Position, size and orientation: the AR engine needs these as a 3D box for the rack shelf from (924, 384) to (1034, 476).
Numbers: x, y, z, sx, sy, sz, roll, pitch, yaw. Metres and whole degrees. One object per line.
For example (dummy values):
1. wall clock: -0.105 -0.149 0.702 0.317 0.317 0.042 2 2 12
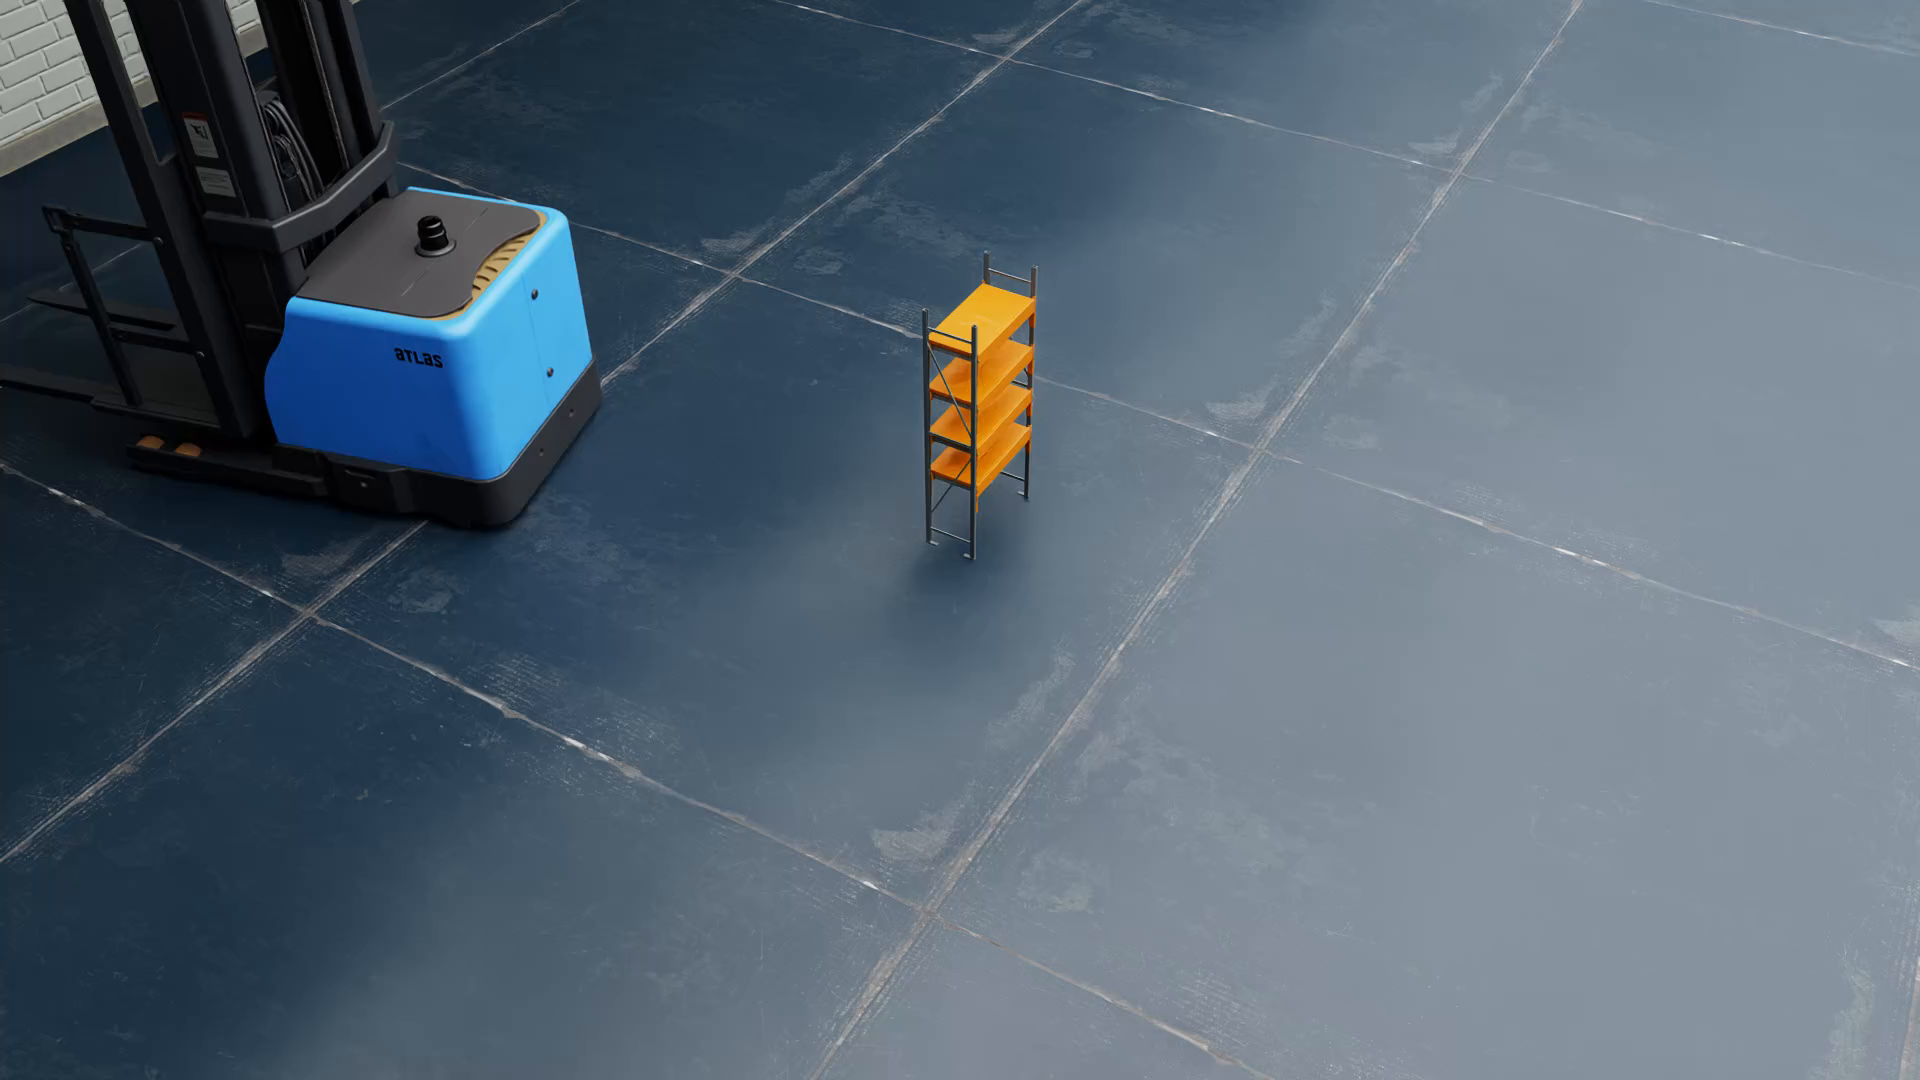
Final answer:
1. rack shelf: 0.083 -0.495 7.005 0.258 0.148 0.480 21 45 22

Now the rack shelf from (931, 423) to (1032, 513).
1. rack shelf: 0.083 -0.345 7.137 0.258 0.148 0.480 21 45 22

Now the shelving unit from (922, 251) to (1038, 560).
1. shelving unit: 0.083 -0.545 6.961 0.258 1.200 0.503 21 45 22

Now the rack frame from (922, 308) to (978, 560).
1. rack frame: -0.039 -0.405 6.802 0.240 1.200 0.015 21 45 22

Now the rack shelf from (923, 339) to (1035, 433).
1. rack shelf: 0.083 -0.662 6.858 0.258 0.148 0.480 21 45 22

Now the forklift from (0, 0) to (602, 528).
1. forklift: -3.274 -1.699 6.961 3.031 2.935 1.130 11 42 12

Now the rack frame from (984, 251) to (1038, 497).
1. rack frame: 0.205 -0.685 7.120 0.240 1.200 0.015 21 45 22

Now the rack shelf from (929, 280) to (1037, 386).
1. rack shelf: 0.083 -0.840 6.701 0.258 0.148 0.480 21 45 22
